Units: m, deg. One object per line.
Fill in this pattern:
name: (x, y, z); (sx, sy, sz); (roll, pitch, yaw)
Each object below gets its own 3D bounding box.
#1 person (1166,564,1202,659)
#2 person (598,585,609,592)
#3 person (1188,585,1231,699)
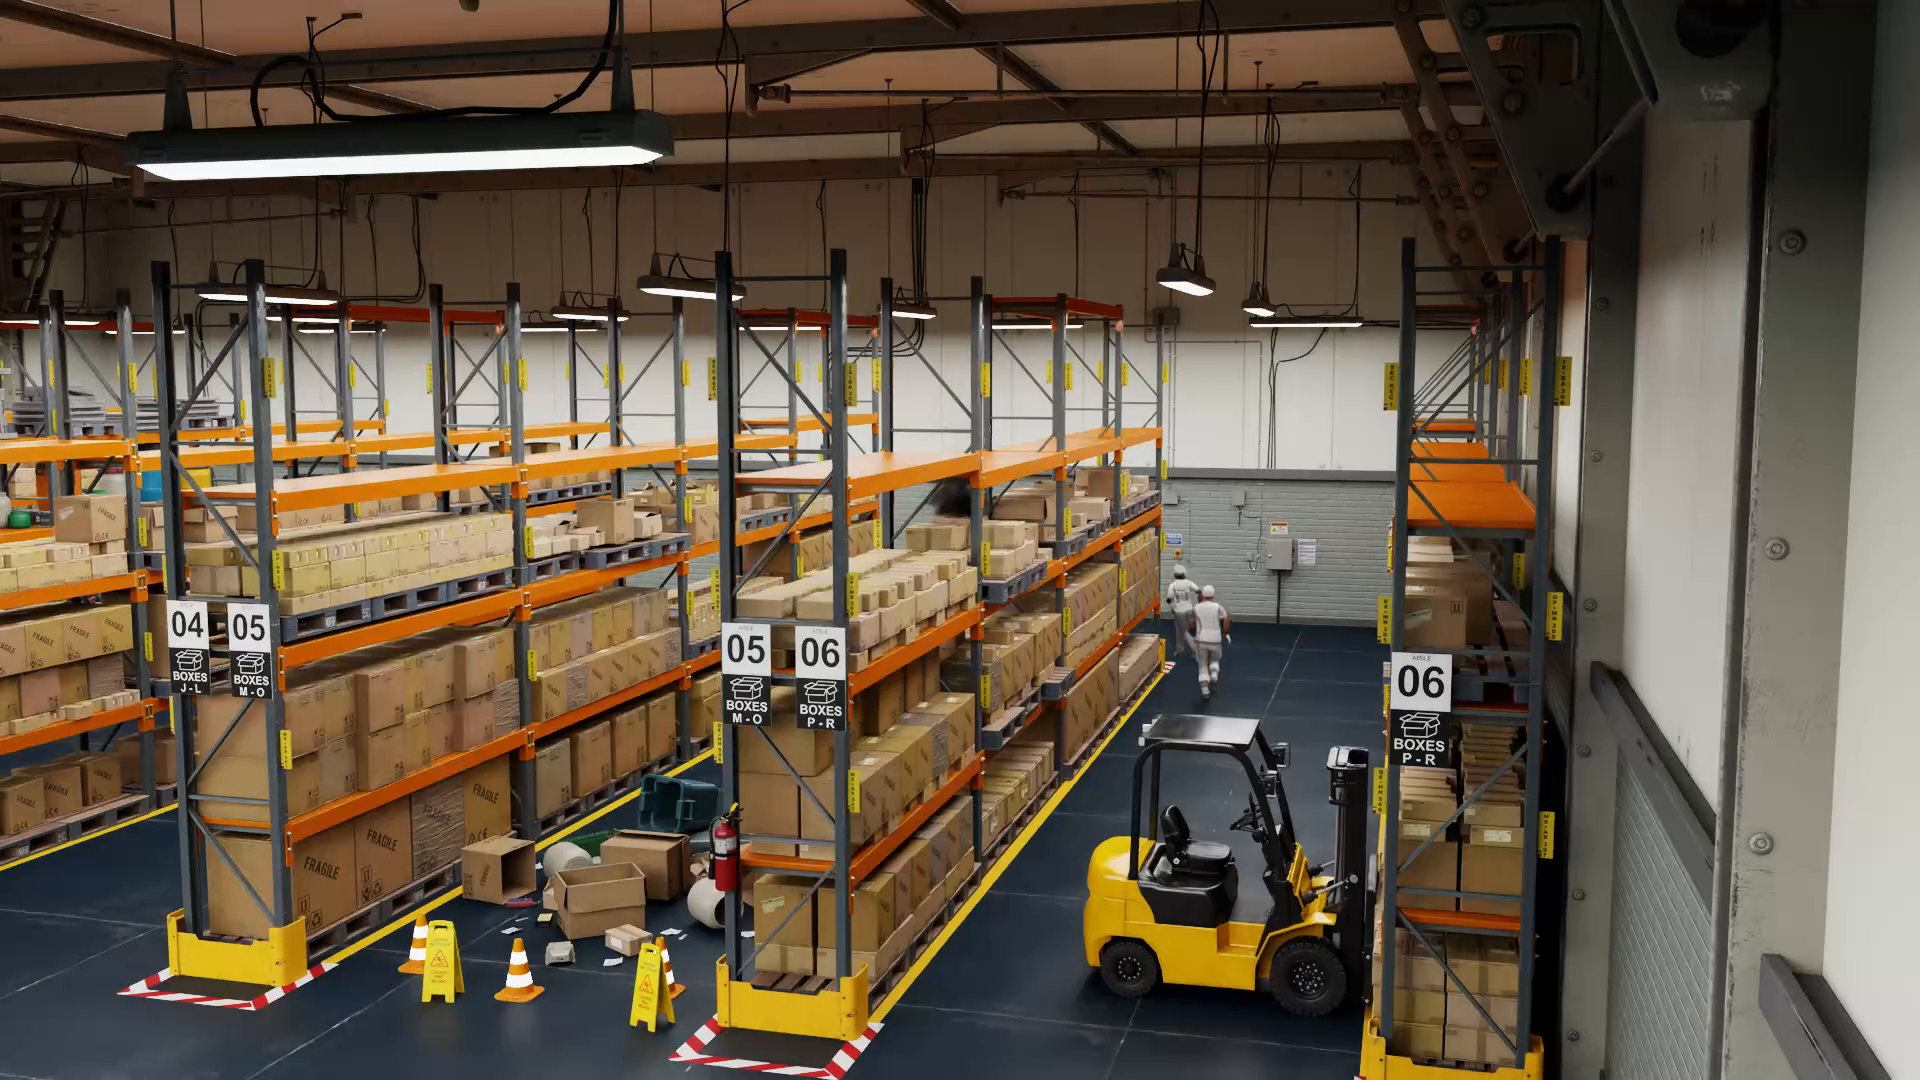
person: (3.842, 1.262, 28.980); (0.580, 1.693, 0.798); (-3, 7, -29)
person: (-5.835, 1.509, 27.367); (0.546, 1.562, 0.586); (1, 6, 12)
person: (3.881, 1.558, 25.839); (0.662, 1.736, 0.674); (1, 6, 13)
